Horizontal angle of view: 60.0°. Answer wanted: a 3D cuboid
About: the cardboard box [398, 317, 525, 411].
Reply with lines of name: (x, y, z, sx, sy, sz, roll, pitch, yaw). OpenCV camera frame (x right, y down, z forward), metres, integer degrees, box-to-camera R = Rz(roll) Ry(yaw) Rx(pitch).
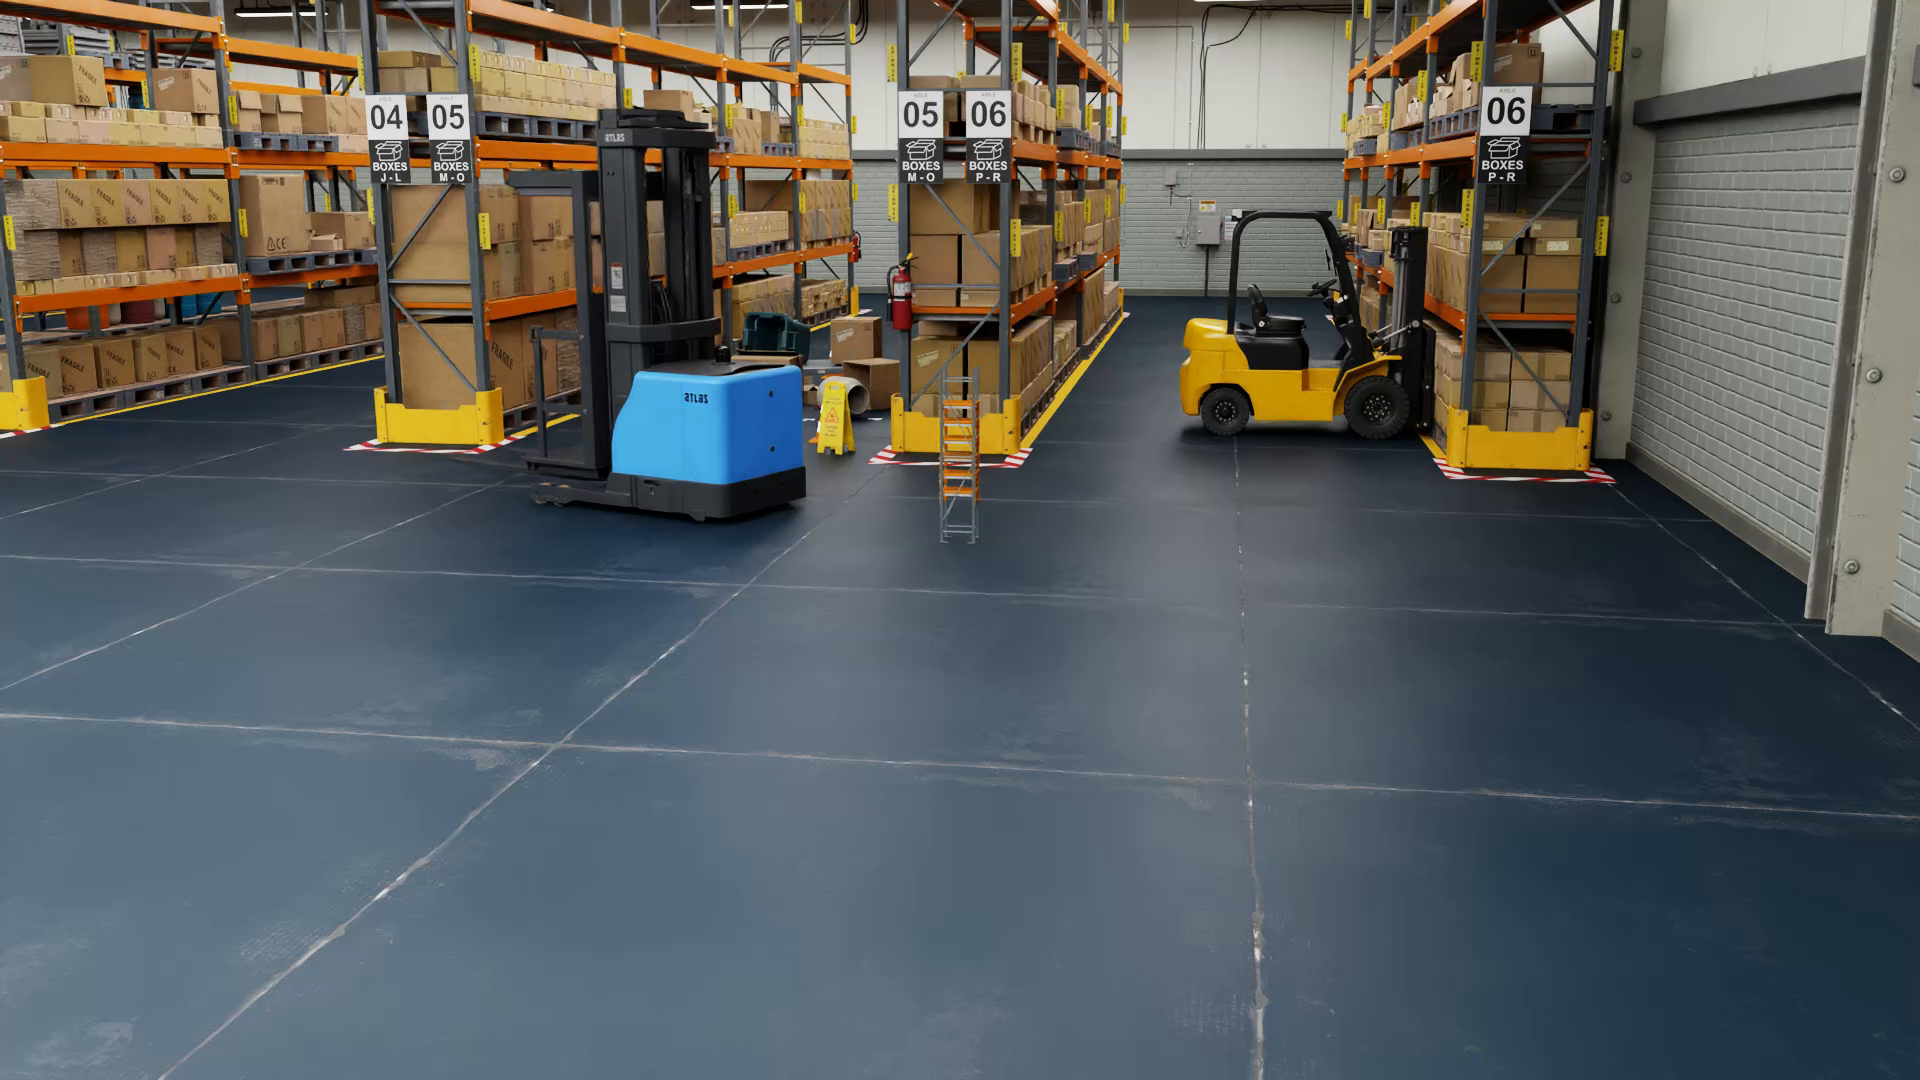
cardboard box: (-4.915, -1.729, 16.444, 0.875, 0.875, 0.875, 2, 12, 9)

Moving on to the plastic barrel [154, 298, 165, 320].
plastic barrel: (-13.273, -3.874, 27.257, 0.421, 0.512, 0.421, 0, 12, 0)

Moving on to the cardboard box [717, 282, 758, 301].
cardboard box: (-3.301, -3.676, 24.586, 0.500, 0.250, 0.500, 2, 12, 8)

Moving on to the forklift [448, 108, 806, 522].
forklift: (-2.701, -1.773, 12.763, 3.031, 2.935, 1.130, 7, 14, 31)

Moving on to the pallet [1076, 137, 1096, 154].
pallet: (1.229, -5.455, 23.014, 1.213, 0.211, 1.003, 2, 12, 11)

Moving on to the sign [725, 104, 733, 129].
sign: (-3.177, -5.823, 22.856, 0.100, 0.325, 0.005, 2, 12, 9)

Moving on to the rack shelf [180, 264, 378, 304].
rack shelf: (-8.917, -3.498, 22.314, 1.077, 0.370, 4.000, 2, 12, 9)

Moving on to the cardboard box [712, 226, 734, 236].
cardboard box: (-3.451, -4.407, 23.714, 0.380, 0.149, 0.250, 2, 12, 11)

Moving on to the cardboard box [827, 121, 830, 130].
cardboard box: (-2.482, -7.238, 29.061, 0.380, 0.149, 0.250, 2, 12, 10)

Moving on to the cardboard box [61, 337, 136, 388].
cardboard box: (-9.554, -1.969, 18.447, 0.500, 0.500, 0.500, 3, 13, 14)

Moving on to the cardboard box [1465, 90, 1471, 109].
cardboard box: (4.685, -3.900, 14.711, 0.380, 0.149, 0.250, 2, 12, 7)

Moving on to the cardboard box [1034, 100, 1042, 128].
cardboard box: (0.533, -4.233, 16.546, 0.500, 0.250, 0.500, 2, 12, 10)

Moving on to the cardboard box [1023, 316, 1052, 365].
cardboard box: (0.742, -2.208, 18.371, 0.500, 0.500, 0.500, 2, 12, 8)

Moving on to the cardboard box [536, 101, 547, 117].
cardboard box: (-4.391, -4.341, 16.757, 0.380, 0.149, 0.250, 2, 12, 8)

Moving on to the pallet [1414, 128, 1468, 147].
pallet: (5.596, -4.509, 18.632, 0.805, 0.209, 1.217, 1, 12, 6)

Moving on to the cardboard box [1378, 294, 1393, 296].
cardboard box: (6.132, -3.413, 23.608, 0.380, 0.149, 0.250, 2, 12, 8)

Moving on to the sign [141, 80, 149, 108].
sign: (-9.773, -5.363, 19.974, 0.100, 0.325, 0.005, 2, 12, 9)

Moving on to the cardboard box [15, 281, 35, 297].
cardboard box: (-9.560, -2.530, 16.708, 0.380, 0.149, 0.250, 2, 12, 9)

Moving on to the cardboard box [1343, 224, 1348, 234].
cardboard box: (6.905, -5.332, 28.764, 0.500, 0.250, 0.500, 2, 12, 9)

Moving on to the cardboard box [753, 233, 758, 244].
cardboard box: (-3.254, -4.530, 24.992, 0.380, 0.149, 0.250, 2, 12, 9)

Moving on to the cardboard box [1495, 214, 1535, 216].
cardboard box: (5.639, -3.227, 16.865, 0.380, 0.149, 0.250, 2, 12, 8)

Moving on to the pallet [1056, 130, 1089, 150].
pallet: (0.924, -4.828, 20.103, 1.213, 0.211, 1.003, 2, 12, 9)

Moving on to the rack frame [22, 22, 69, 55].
rack frame: (-13.503, -7.359, 24.282, 1.000, 3.000, 0.127, 2, 12, 9)

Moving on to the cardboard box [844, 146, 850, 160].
cardboard box: (-2.302, -7.040, 30.275, 0.500, 0.250, 0.500, 2, 12, 7)

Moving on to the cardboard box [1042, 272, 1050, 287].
cardboard box: (0.788, -2.861, 18.244, 0.380, 0.149, 0.250, 2, 12, 10)

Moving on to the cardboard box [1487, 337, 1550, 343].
cardboard box: (5.279, -1.772, 15.750, 0.500, 0.250, 0.500, 2, 12, 8)

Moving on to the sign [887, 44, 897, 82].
sign: (-0.593, -4.201, 14.646, 0.100, 0.325, 0.005, 2, 12, 9)

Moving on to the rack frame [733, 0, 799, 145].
rack frame: (-3.109, -7.850, 26.558, 1.000, 3.000, 0.127, 2, 12, 9)

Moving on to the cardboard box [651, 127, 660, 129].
cardboard box: (-3.867, -5.133, 20.433, 0.380, 0.149, 0.250, 2, 12, 9)

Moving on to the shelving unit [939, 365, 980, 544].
shelving unit: (-0.002, -0.584, 11.353, 0.258, 1.200, 0.189, 2, 12, 9)

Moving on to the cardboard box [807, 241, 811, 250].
cardboard box: (-2.739, -5.013, 28.229, 0.380, 0.149, 0.250, 1, 12, 6)

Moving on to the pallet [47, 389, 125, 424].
pallet: (-9.668, -1.422, 17.589, 1.003, 0.211, 1.213, 2, 12, 9)

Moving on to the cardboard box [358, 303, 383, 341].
cardboard box: (-8.693, -3.119, 23.737, 0.700, 0.500, 0.500, 1, 12, 6)

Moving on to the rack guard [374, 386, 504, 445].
rack guard: (-4.958, -1.192, 15.839, 1.175, 0.500, 0.348, 2, 12, 9)

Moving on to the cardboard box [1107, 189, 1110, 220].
cardboard box: (2.194, -5.512, 27.338, 0.500, 0.500, 0.500, 2, 12, 8)

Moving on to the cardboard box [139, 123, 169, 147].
cardboard box: (-9.200, -4.509, 18.530, 0.500, 0.250, 0.500, 2, 12, 8)

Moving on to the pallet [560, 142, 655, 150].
pallet: (-4.247, -4.817, 20.060, 0.805, 0.209, 1.217, 1, 12, 6)

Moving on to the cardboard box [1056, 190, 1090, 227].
cardboard box: (1.567, -4.681, 23.484, 0.500, 0.500, 0.500, 2, 12, 9)

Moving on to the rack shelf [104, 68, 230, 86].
rack shelf: (-13.196, -7.229, 26.332, 1.077, 0.370, 4.000, 2, 12, 9)

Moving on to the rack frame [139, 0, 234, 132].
rack frame: (-9.224, -6.366, 19.674, 1.000, 3.000, 0.127, 2, 12, 9)

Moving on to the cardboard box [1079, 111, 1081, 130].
cardboard box: (1.186, -5.031, 19.956, 0.500, 0.250, 0.500, 2, 12, 8)

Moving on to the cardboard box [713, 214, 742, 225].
cardboard box: (-3.381, -4.655, 24.160, 0.380, 0.149, 0.250, 2, 12, 8)

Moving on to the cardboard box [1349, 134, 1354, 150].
cardboard box: (6.831, -6.693, 27.959, 0.500, 0.250, 0.500, 2, 12, 7)

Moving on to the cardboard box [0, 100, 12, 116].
cardboard box: (-9.569, -4.239, 16.331, 0.380, 0.149, 0.250, 2, 12, 8)

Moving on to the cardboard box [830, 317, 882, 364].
cardboard box: (-1.196, -2.312, 19.238, 0.500, 0.500, 0.500, 2, 12, 9)

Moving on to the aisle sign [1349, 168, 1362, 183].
aisle sign: (7.039, -6.745, 29.501, 0.394, 0.787, 0.004, 2, 12, 9)

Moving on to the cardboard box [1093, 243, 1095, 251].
cardboard box: (1.727, -4.285, 24.612, 0.500, 0.250, 0.500, 2, 12, 9)

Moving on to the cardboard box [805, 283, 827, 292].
cardboard box: (-2.573, -4.465, 29.448, 0.380, 0.149, 0.250, 1, 12, 7)

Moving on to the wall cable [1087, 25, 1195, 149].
wall cable: (3.752, -9.712, 35.196, 2.355, 3.000, 0.029, 2, 12, 9)

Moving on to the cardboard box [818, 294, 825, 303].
cardboard box: (-2.573, -4.210, 28.972, 0.380, 0.149, 0.250, 2, 12, 8)

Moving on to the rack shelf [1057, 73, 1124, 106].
rack shelf: (2.106, -7.580, 27.961, 1.077, 0.370, 4.000, 2, 12, 9)

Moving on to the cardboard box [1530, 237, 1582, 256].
cardboard box: (5.166, -2.548, 14.420, 0.380, 0.149, 0.250, 2, 12, 7)

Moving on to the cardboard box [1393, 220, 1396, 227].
cardboard box: (5.694, -3.984, 21.085, 0.380, 0.149, 0.250, 2, 12, 10)

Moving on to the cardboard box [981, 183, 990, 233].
cardboard box: (-0.099, -3.181, 15.819, 0.700, 0.500, 0.500, 2, 12, 9)

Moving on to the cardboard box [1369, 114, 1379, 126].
cardboard box: (6.045, -5.991, 23.706, 0.380, 0.149, 0.250, 2, 12, 9)

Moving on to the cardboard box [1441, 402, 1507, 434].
cardboard box: (4.618, -1.089, 14.957, 0.500, 0.250, 0.500, 2, 12, 9)

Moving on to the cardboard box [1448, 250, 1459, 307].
cardboard box: (4.763, -2.387, 15.214, 0.500, 0.500, 0.500, 2, 12, 10)

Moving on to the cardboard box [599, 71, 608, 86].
cardboard box: (-4.119, -5.100, 18.389, 0.380, 0.149, 0.250, 2, 12, 8)
